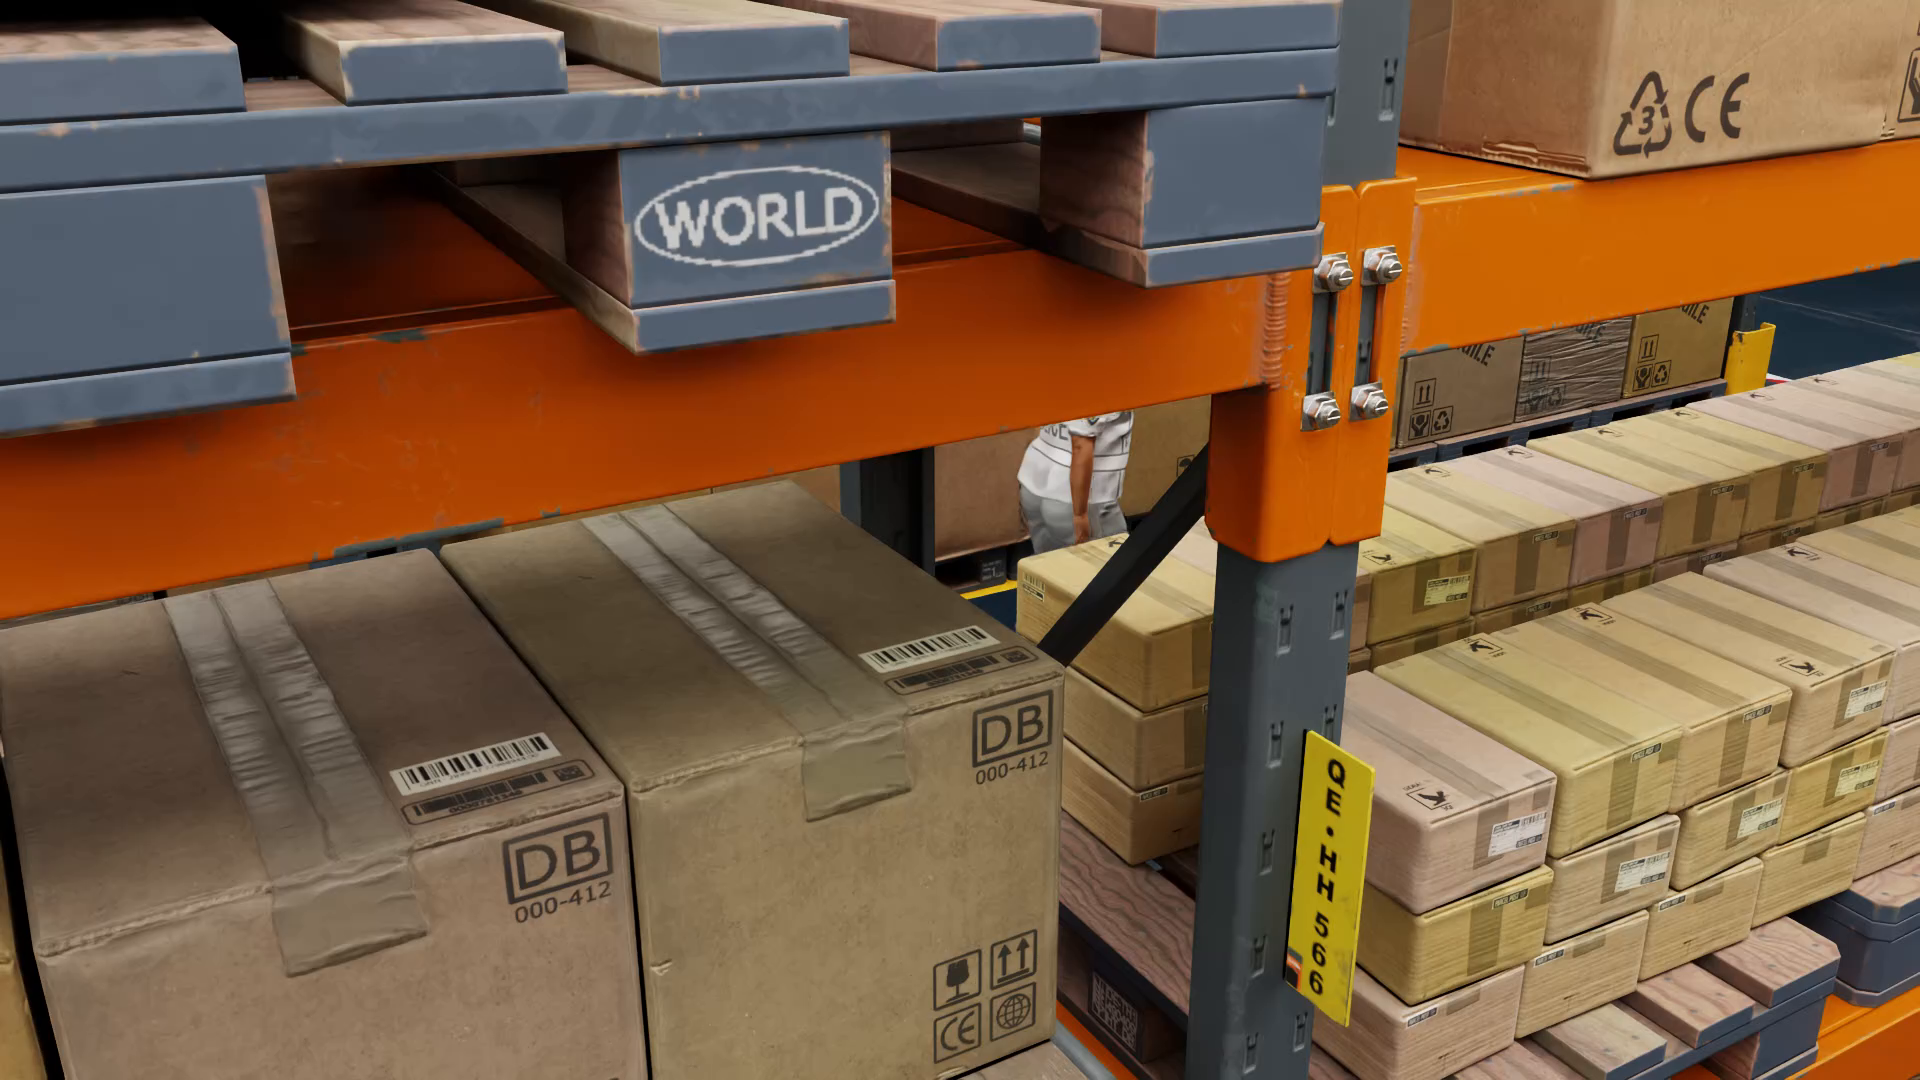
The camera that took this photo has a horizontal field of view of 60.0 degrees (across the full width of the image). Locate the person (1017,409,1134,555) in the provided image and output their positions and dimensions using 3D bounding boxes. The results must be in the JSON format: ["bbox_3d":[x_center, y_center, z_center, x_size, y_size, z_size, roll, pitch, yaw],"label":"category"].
[{"bbox_3d":[0.430,-0.151,6.442,0.534,1.654,0.550,-8,23,-19],"label":"person"}]
